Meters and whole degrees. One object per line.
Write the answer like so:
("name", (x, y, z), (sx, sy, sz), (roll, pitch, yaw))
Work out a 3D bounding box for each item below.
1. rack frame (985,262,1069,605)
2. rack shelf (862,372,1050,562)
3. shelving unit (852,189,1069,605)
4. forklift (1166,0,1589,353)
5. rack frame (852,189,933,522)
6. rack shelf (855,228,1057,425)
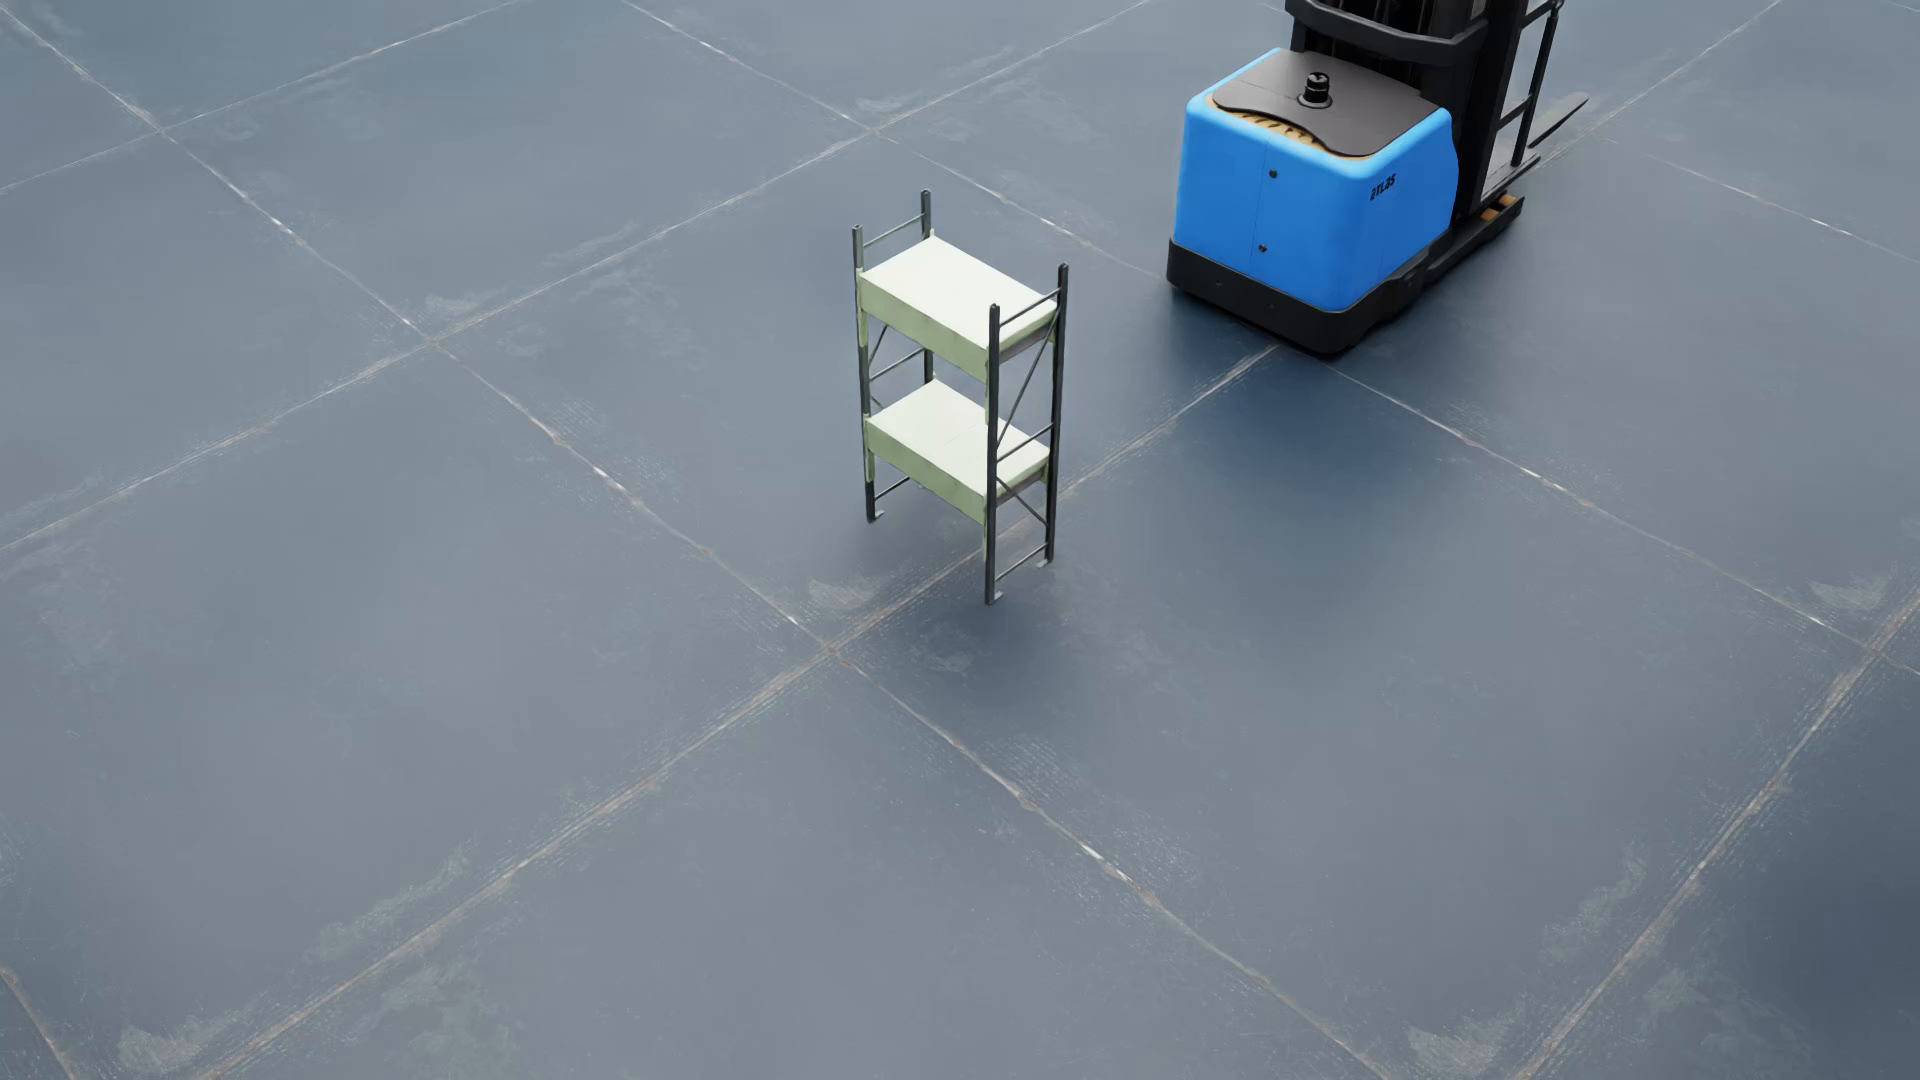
("rack frame", (0.254, -0.378, 6.554), (0.400, 1.500, 0.023), (-34, 53, -31))
("rack shelf", (-0.005, -0.315, 6.966), (0.431, 0.370, 0.720), (-34, 53, -31))
("shelving unit", (-0.005, -0.554, 6.744), (0.431, 1.500, 0.755), (-34, 53, -31))
("forklift", (2.427, -2.909, 8.238), (1.130, 2.935, 3.031), (31, 51, 29))
("rack frame", (-0.263, -0.730, 6.935), (0.400, 1.500, 0.023), (-34, 53, -31))
("rack shelf", (-0.005, -0.841, 6.480), (0.431, 0.370, 0.720), (-34, 53, -31))
